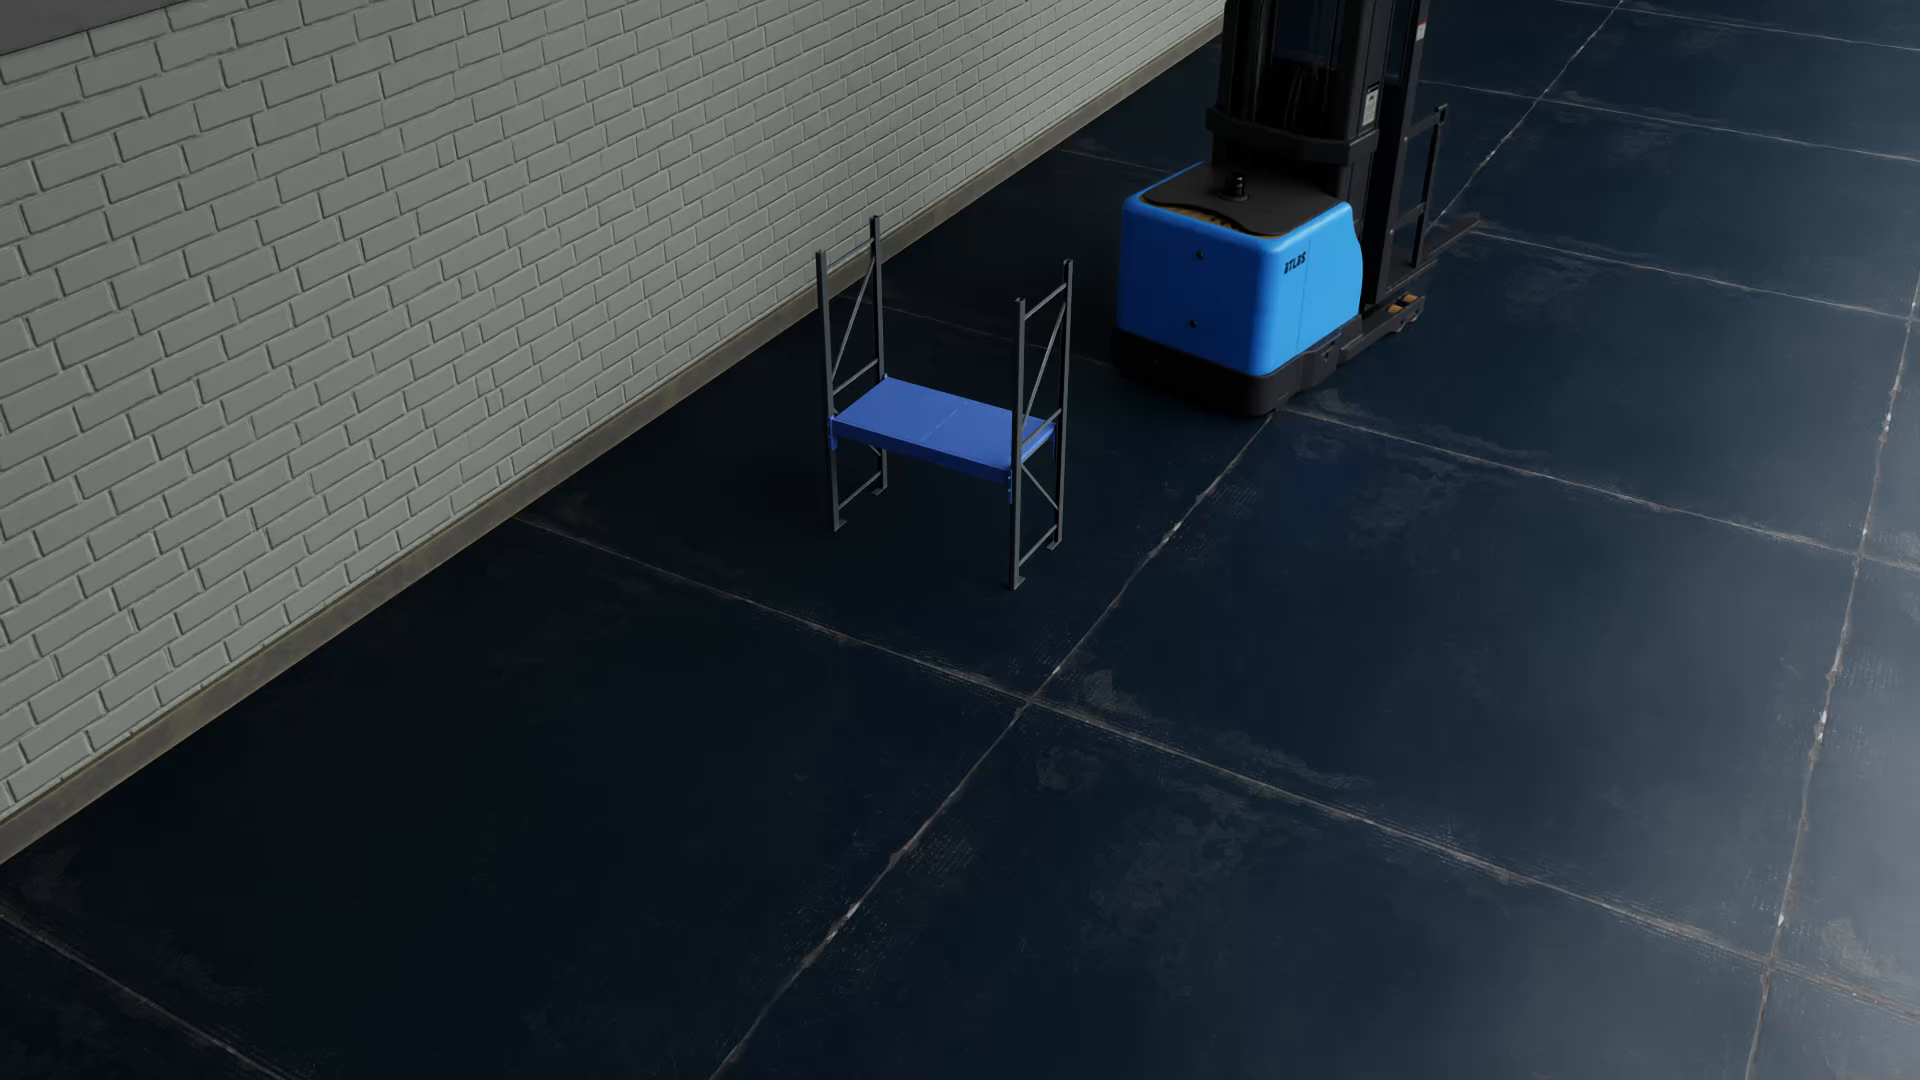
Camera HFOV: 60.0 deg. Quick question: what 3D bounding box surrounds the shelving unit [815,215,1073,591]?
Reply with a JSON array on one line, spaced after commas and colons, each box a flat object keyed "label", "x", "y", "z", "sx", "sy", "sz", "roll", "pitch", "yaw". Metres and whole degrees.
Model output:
[{"label": "shelving unit", "x": -0.074, "y": -0.648, "z": 7.870, "sx": 1.048, "sy": 1.500, "sz": 0.538, "roll": 18, "pitch": 37, "yaw": 24}]

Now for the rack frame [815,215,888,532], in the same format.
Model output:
[{"label": "rack frame", "x": -0.515, "y": -0.788, "z": 8.079, "sx": 0.032, "sy": 1.500, "sz": 0.500, "roll": 18, "pitch": 37, "yaw": 24}]

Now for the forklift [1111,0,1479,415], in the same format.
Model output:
[{"label": "forklift", "x": 2.216, "y": -2.647, "z": 9.581, "sx": 1.130, "sy": 2.935, "sz": 3.031, "roll": 25, "pitch": 41, "yaw": 33}]

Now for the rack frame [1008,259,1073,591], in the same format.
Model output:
[{"label": "rack frame", "x": 0.367, "y": -0.508, "z": 7.660, "sx": 0.032, "sy": 1.500, "sz": 0.500, "roll": 18, "pitch": 37, "yaw": 24}]

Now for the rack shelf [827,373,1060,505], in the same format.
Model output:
[{"label": "rack shelf", "x": -0.074, "y": -0.498, "z": 7.969, "sx": 1.000, "sy": 0.185, "sz": 0.538, "roll": 18, "pitch": 37, "yaw": 24}]
